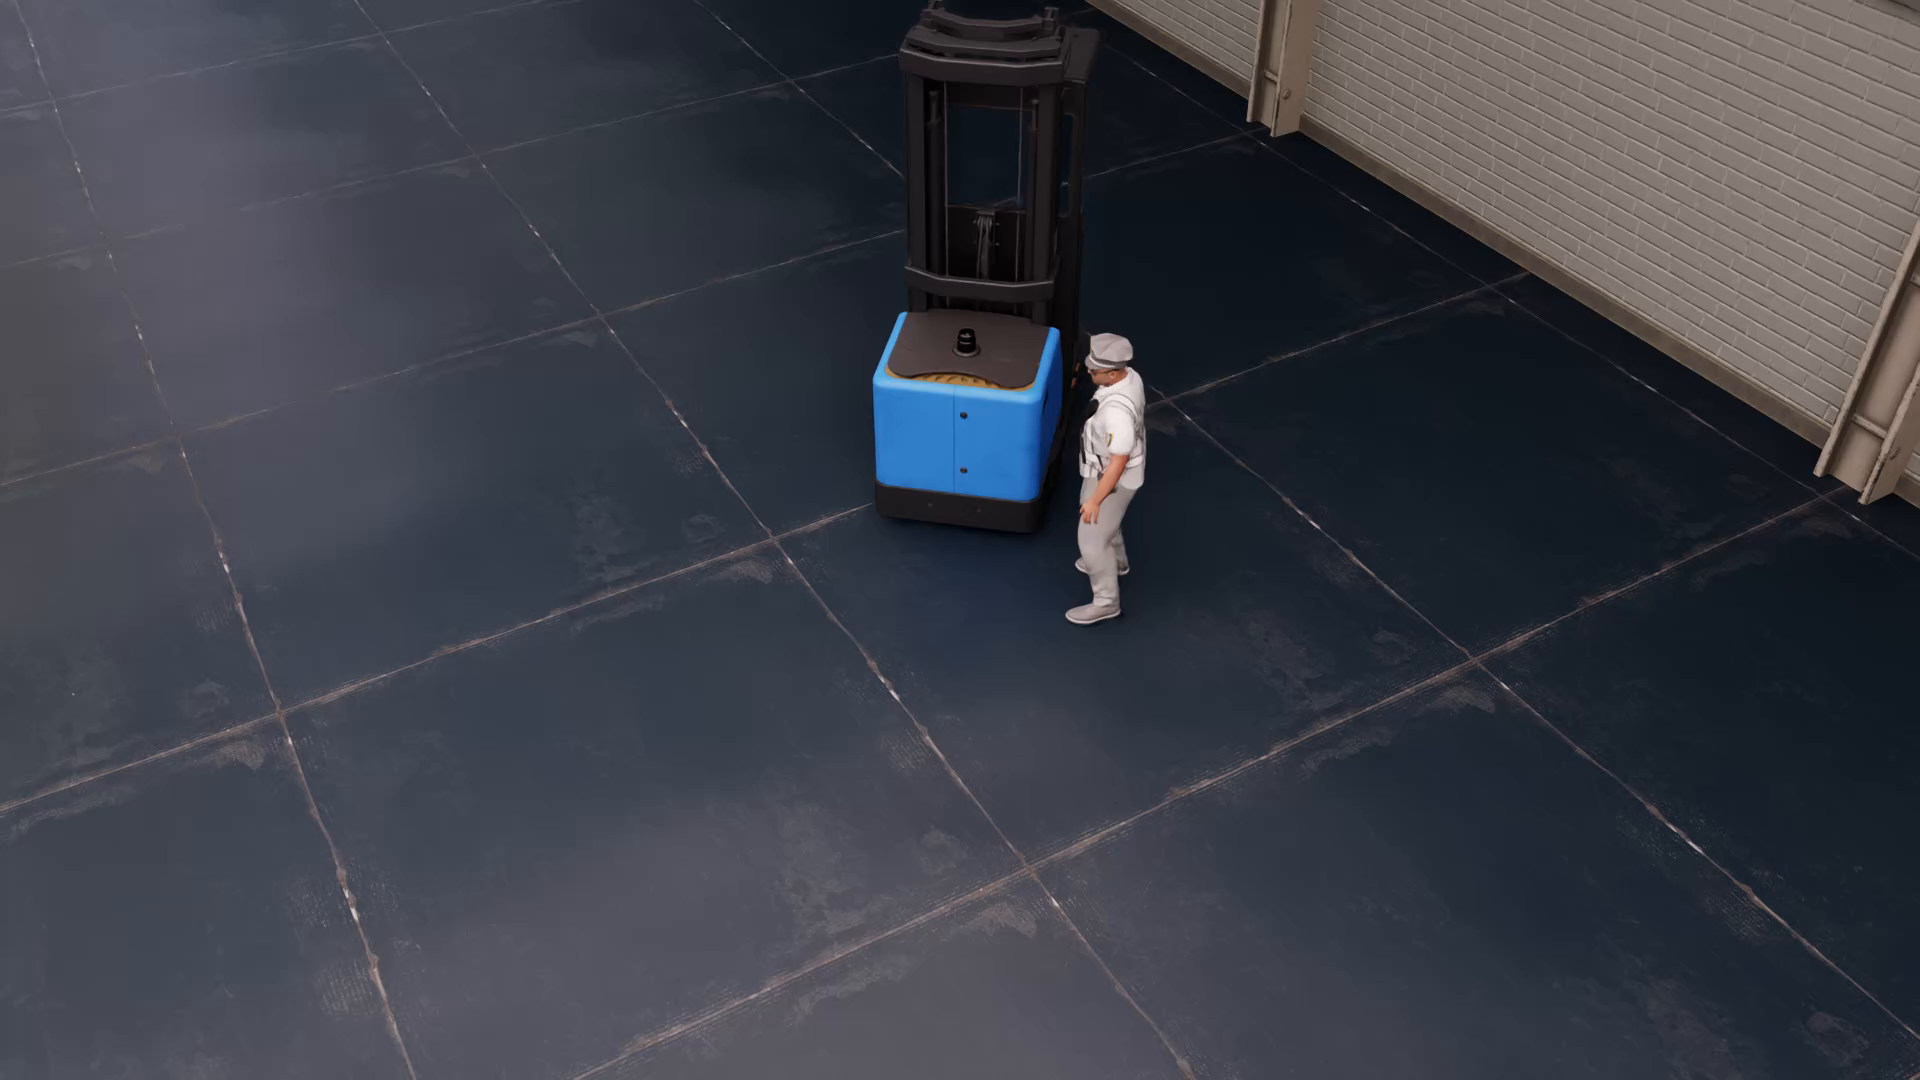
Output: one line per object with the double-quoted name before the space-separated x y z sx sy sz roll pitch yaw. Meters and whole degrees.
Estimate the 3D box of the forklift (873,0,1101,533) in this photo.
"forklift" 0.251 -2.117 10.588 1.130 2.935 3.031 7 40 8

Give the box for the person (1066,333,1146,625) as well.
"person" 0.859 -0.394 9.456 0.381 1.726 0.773 5 40 6
